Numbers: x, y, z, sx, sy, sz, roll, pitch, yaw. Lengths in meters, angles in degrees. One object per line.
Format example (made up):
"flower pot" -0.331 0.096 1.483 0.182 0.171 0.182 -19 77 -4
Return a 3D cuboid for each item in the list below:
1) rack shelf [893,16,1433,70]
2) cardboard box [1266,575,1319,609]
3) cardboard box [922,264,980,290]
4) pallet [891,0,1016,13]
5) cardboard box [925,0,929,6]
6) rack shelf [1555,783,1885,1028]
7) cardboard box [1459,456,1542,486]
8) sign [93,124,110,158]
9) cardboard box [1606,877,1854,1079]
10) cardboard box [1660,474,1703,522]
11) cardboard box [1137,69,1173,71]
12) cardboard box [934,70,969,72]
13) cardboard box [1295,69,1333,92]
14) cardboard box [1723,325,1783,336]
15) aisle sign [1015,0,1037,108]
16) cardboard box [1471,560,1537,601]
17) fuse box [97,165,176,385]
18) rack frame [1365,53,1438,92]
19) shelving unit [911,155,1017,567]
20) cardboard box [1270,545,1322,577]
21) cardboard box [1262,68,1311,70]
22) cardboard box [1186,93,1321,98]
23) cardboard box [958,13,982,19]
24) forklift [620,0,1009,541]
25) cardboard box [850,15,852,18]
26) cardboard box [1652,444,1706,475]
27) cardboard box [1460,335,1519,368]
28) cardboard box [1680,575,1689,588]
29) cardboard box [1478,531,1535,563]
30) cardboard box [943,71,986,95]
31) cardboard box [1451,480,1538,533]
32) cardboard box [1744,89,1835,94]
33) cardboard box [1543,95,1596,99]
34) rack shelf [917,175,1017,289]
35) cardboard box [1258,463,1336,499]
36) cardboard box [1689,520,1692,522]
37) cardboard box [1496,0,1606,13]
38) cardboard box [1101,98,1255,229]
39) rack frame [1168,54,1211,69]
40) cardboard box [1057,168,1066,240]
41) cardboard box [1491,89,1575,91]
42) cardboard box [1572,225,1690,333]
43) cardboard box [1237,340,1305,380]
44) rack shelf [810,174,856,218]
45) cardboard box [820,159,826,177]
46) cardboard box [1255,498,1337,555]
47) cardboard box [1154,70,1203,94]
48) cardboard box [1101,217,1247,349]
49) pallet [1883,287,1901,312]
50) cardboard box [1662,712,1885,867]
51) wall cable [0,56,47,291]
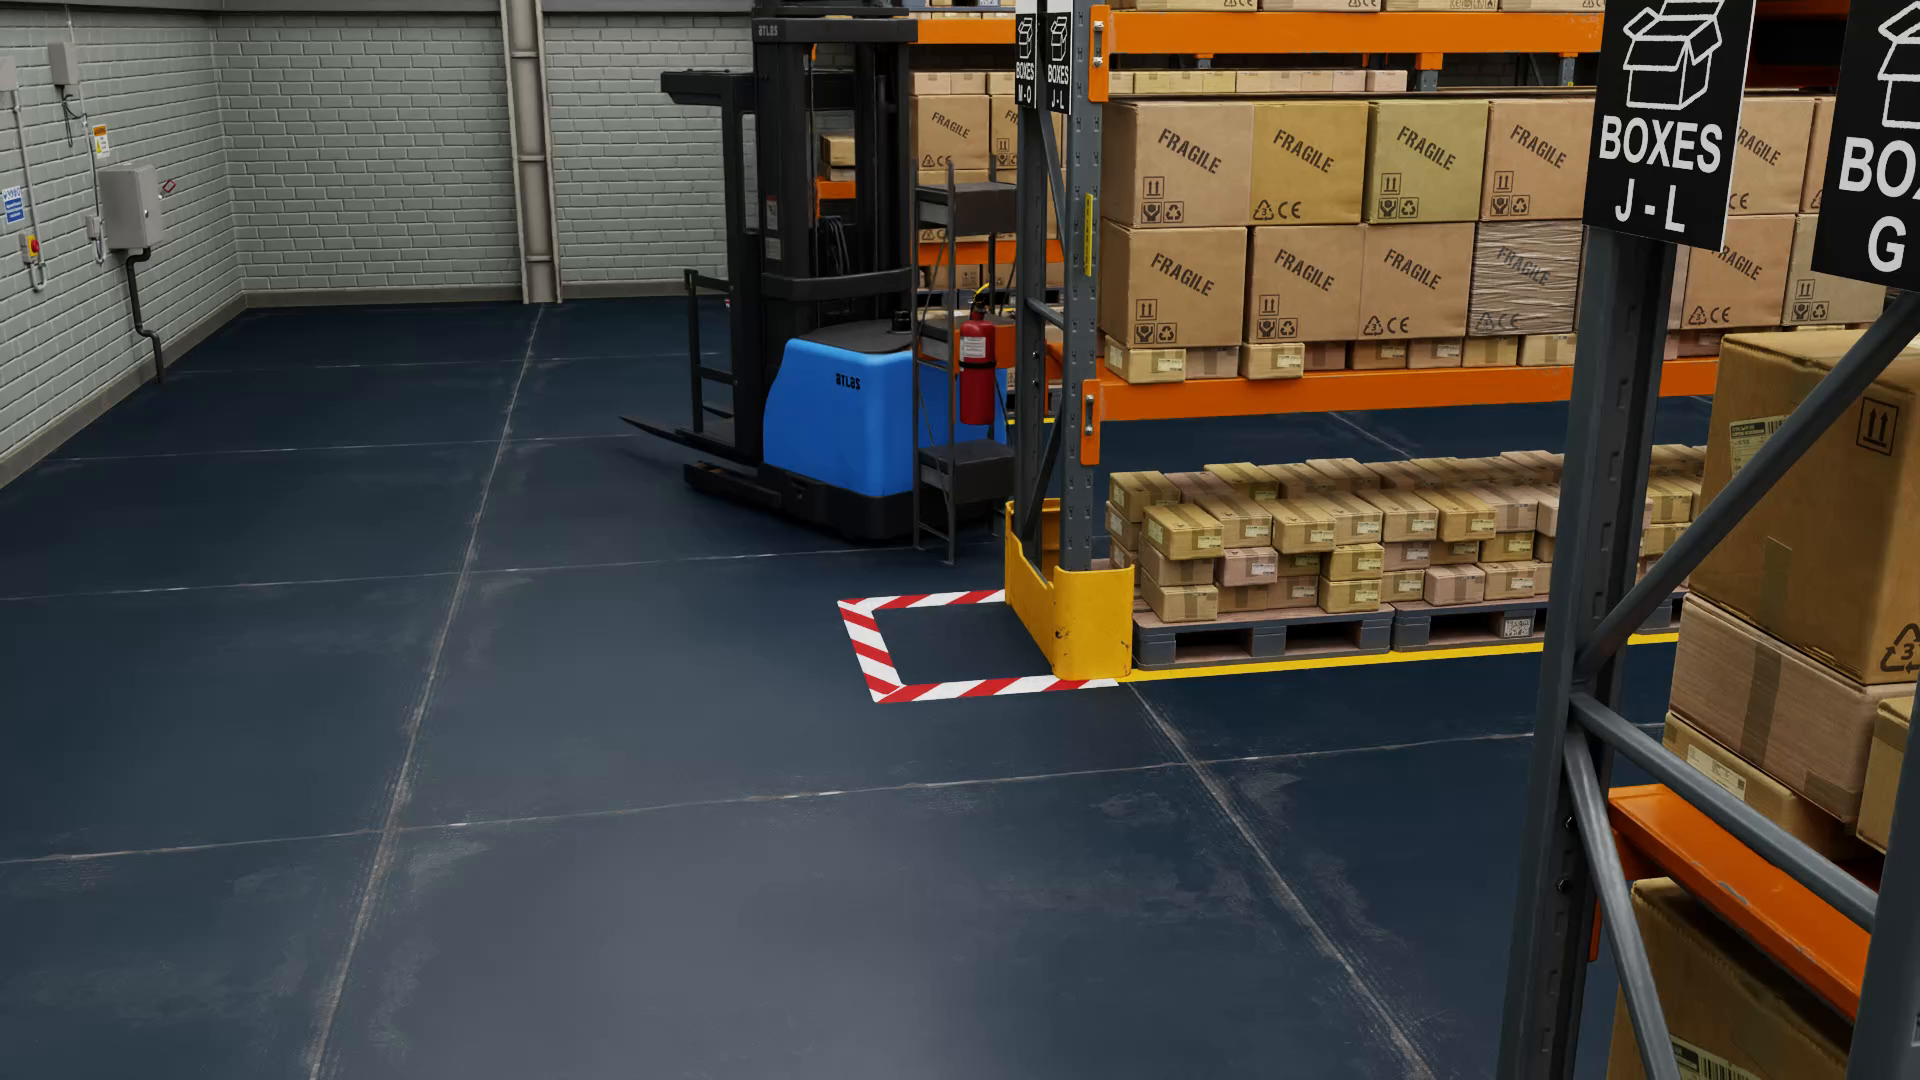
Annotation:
"rack shelf" 1.344 -3.608 12.066 4.000 0.370 1.077 -3 17 -10
"cardboard box" 1.477 0.186 7.738 0.250 0.149 0.380 -3 17 -10
"cardboard box" -0.100 -2.886 17.142 0.500 0.500 0.700 -3 17 -8
"pallet" 0.106 -3.842 11.755 1.213 0.211 1.003 -3 17 -10
"cardboard box" -0.583 -5.322 16.170 0.500 0.250 0.500 -3 17 -9
"rack shelf" 3.224 0.683 3.205 4.000 0.370 1.077 -3 17 -10
"cardboard box" 2.678 -0.294 8.286 0.250 0.149 0.380 -4 18 -13
"sign" -6.600 -3.067 12.781 0.001 0.242 0.339 -3 17 -10
"cardboard box" 1.873 1.206 3.178 0.875 0.875 0.875 -3 17 -10
"cardboard box" 3.559 -0.194 7.961 0.250 0.149 0.380 -3 17 -11
"cardboard box" 1.449 -3.443 12.435 0.250 0.149 0.380 -3 17 -10
"cardboard box" -0.061 -3.341 12.103 0.250 0.149 0.380 -3 17 -9
"cardboard box" 2.539 -3.362 12.170 0.250 0.149 0.380 -3 17 -10
"cardboard box" 3.603 -0.961 7.760 0.250 0.149 0.380 -3 17 -8
"aisle sign" 0.290 -2.310 7.297 0.004 0.787 0.394 -3 17 -10
"cardboard box" 2.510 0.150 7.855 0.250 0.149 0.380 -3 17 -10
"fuse box" -6.407 -2.084 13.181 0.414 1.711 0.539 -3 17 -10
"rack frame" 3.307 -2.629 12.764 0.127 3.000 1.000 -3 17 -10
"shelving unit" 0.064 -0.949 8.826 0.503 2.100 0.431 -10 20 -30
"cardboard box" 1.484 0.041 7.702 0.250 0.149 0.380 -3 17 -10
"cardboard box" 2.456 -3.477 12.546 0.250 0.149 0.380 -3 17 -11
"cardboard box" 1.318 -1.779 7.614 0.500 0.500 0.500 -4 17 -12
"cardboard box" 0.050 -5.166 16.341 0.250 0.149 0.380 -3 17 -11
"forklift" -1.063 -1.758 10.043 1.130 2.935 3.031 -14 22 -39
"cardboard box" -0.956 -5.124 16.204 0.250 0.149 0.380 -3 17 -9
"cardboard box" 3.686 -0.373 8.543 0.250 0.149 0.380 -2 17 -8
"cardboard box" 2.320 -0.890 7.529 0.250 0.149 0.380 -3 17 -8
"cardboard box" 3.507 0.098 8.025 0.250 0.149 0.380 -4 17 -12
"cardboard box" 2.525 -0.023 7.912 0.250 0.149 0.380 -2 17 -8
"cardboard box" 0.025 -3.217 11.700 0.250 0.149 0.380 -3 17 -9
"cardboard box" 2.514 -0.159 7.849 0.250 0.149 0.380 -3 17 -10
"cardboard box" 3.856 -1.921 8.078 0.500 0.500 0.500 -3 17 -9
"cardboard box" 2.924 -1.717 7.413 0.500 0.500 0.500 -3 17 -9
"rack shelf" 0.065 -1.606 8.625 0.480 0.518 0.431 -10 20 -30
"cardboard box" 1.644 -0.255 8.159 0.250 0.149 0.380 -4 18 -13
"cardboard box" 3.573 -0.040 7.968 0.250 0.149 0.380 -4 17 -12
"cardboard box" 2.437 -2.385 7.114 0.500 0.250 0.500 -3 17 -11
"cardboard box" 0.909 -1.602 7.038 0.500 0.500 0.500 -3 17 -11
"rack frame" 2.362 -4.060 17.422 0.127 3.000 1.000 -3 17 -10
"cardboard box" 0.900 -2.458 12.034 0.500 0.500 0.500 -3 17 -11
"cardboard box" 4.288 -3.133 12.530 0.500 0.500 0.500 -3 17 -11
"cardboard box" 2.926 -1.234 7.543 0.500 0.500 0.500 -3 17 -11
"cardboard box" 1.315 -0.814 7.282 0.250 0.149 0.380 -4 17 -12
"rack shelf" 0.398 -3.605 17.165 4.000 0.370 1.077 -3 17 -10
"cardboard box" -1.291 -3.813 17.045 0.250 0.149 0.380 -3 17 -11
"cardboard box" 1.517 -0.066 7.545 0.250 0.149 0.380 -3 17 -11
"cardboard box" 1.560 -3.285 11.921 0.250 0.149 0.380 -3 17 -10
"cardboard box" 0.911 -1.121 7.174 0.500 0.500 0.500 -2 17 -8
"pallet" 5.124 -1.117 8.166 1.213 0.211 1.003 -3 17 -10
"cardboard box" 1.547 0.456 3.148 0.250 0.149 0.380 -3 17 -9
"wall cable" -6.152 -2.586 10.840 0.123 1.953 0.585 -3 17 -10
